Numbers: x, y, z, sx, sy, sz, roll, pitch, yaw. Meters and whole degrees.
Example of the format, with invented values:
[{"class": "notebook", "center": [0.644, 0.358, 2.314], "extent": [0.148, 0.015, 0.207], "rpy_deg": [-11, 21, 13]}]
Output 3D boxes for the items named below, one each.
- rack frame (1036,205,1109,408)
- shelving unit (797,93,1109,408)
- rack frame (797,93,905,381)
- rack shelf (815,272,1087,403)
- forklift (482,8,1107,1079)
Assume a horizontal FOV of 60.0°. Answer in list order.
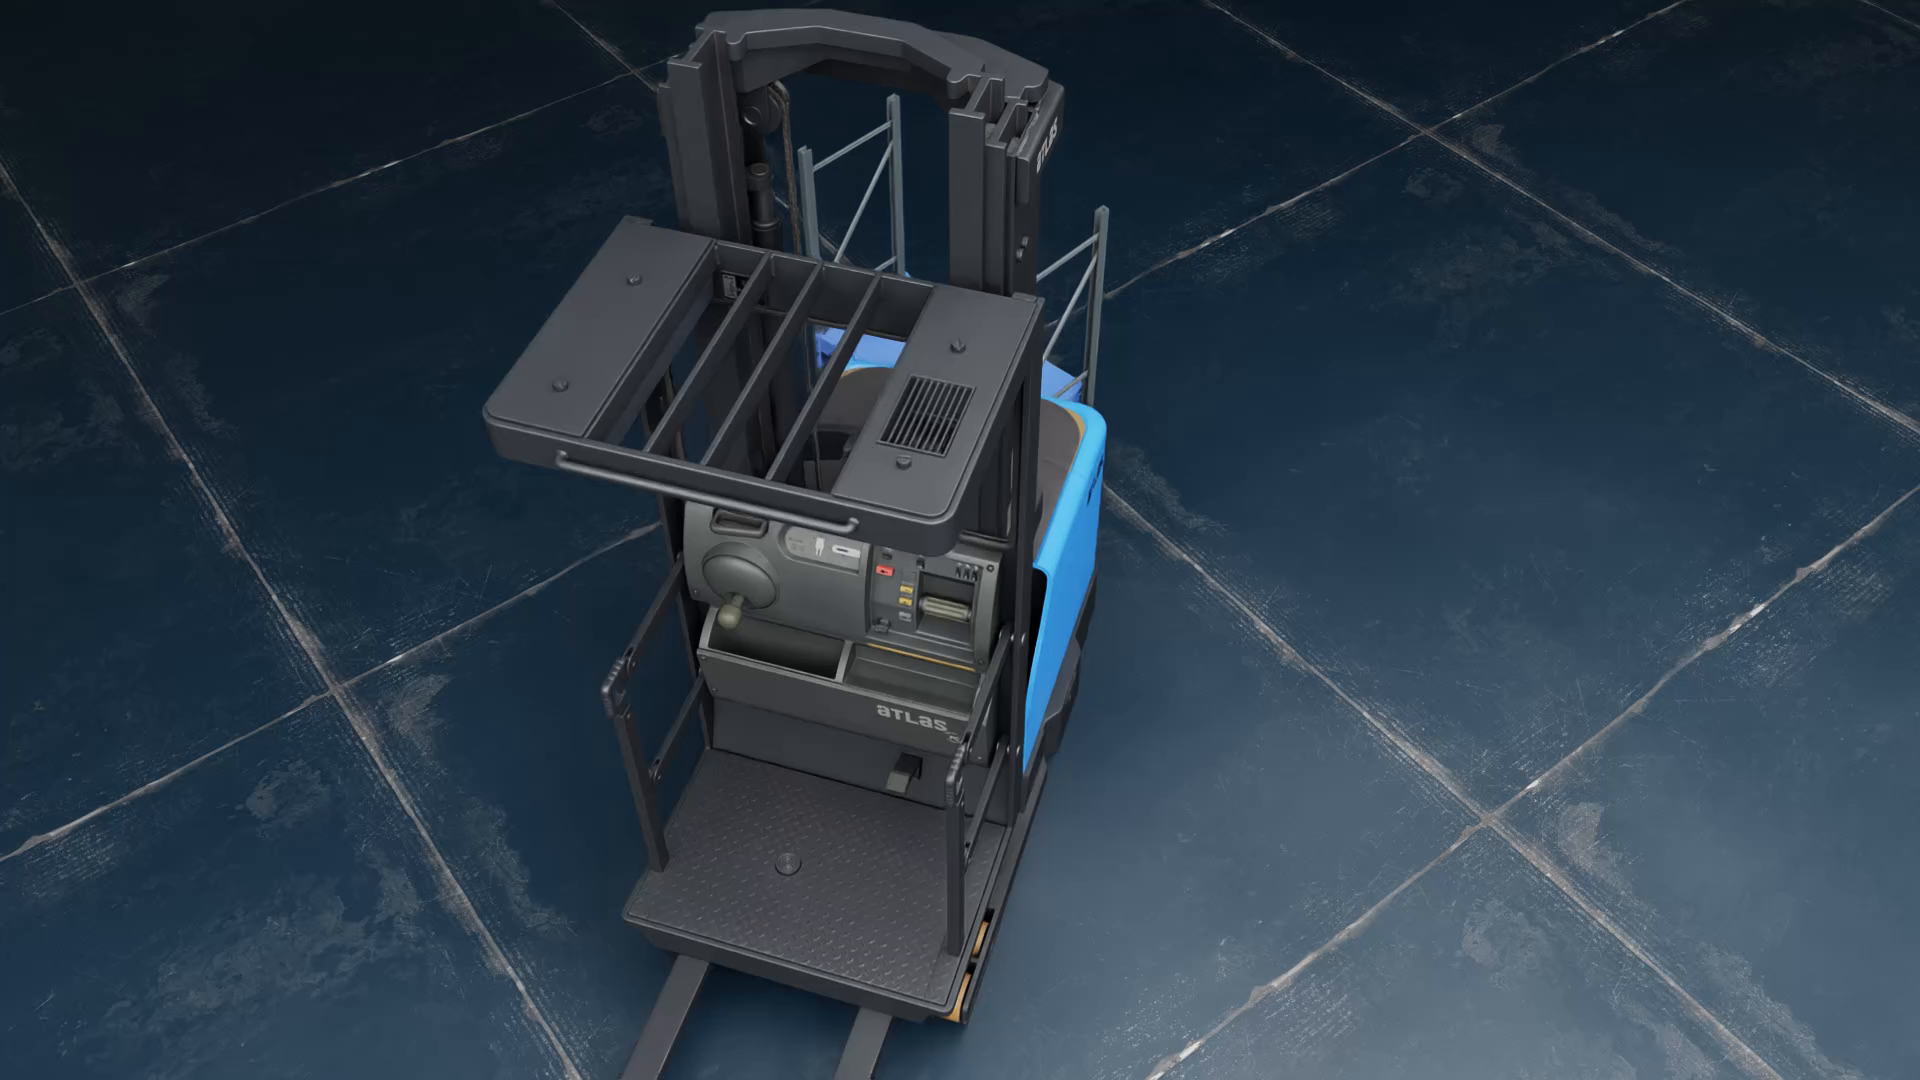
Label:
[{"class": "rack frame", "center": [0.337, -0.517, 6.205], "extent": [0.032, 1.500, 0.500], "rpy_deg": [35, 56, 27]}, {"class": "shelving unit", "center": [-0.035, -0.774, 6.438], "extent": [1.048, 1.500, 0.538], "rpy_deg": [35, 56, 27]}, {"class": "rack frame", "center": [-0.406, -1.031, 6.671], "extent": [0.032, 1.500, 0.500], "rpy_deg": [35, 56, 27]}, {"class": "rack shelf", "center": [-0.035, -0.653, 6.571], "extent": [1.000, 0.185, 0.538], "rpy_deg": [35, 56, 27]}, {"class": "forklift", "center": [-0.406, 0.218, 4.573], "extent": [1.130, 2.935, 3.031], "rpy_deg": [13, 49, 12]}]
